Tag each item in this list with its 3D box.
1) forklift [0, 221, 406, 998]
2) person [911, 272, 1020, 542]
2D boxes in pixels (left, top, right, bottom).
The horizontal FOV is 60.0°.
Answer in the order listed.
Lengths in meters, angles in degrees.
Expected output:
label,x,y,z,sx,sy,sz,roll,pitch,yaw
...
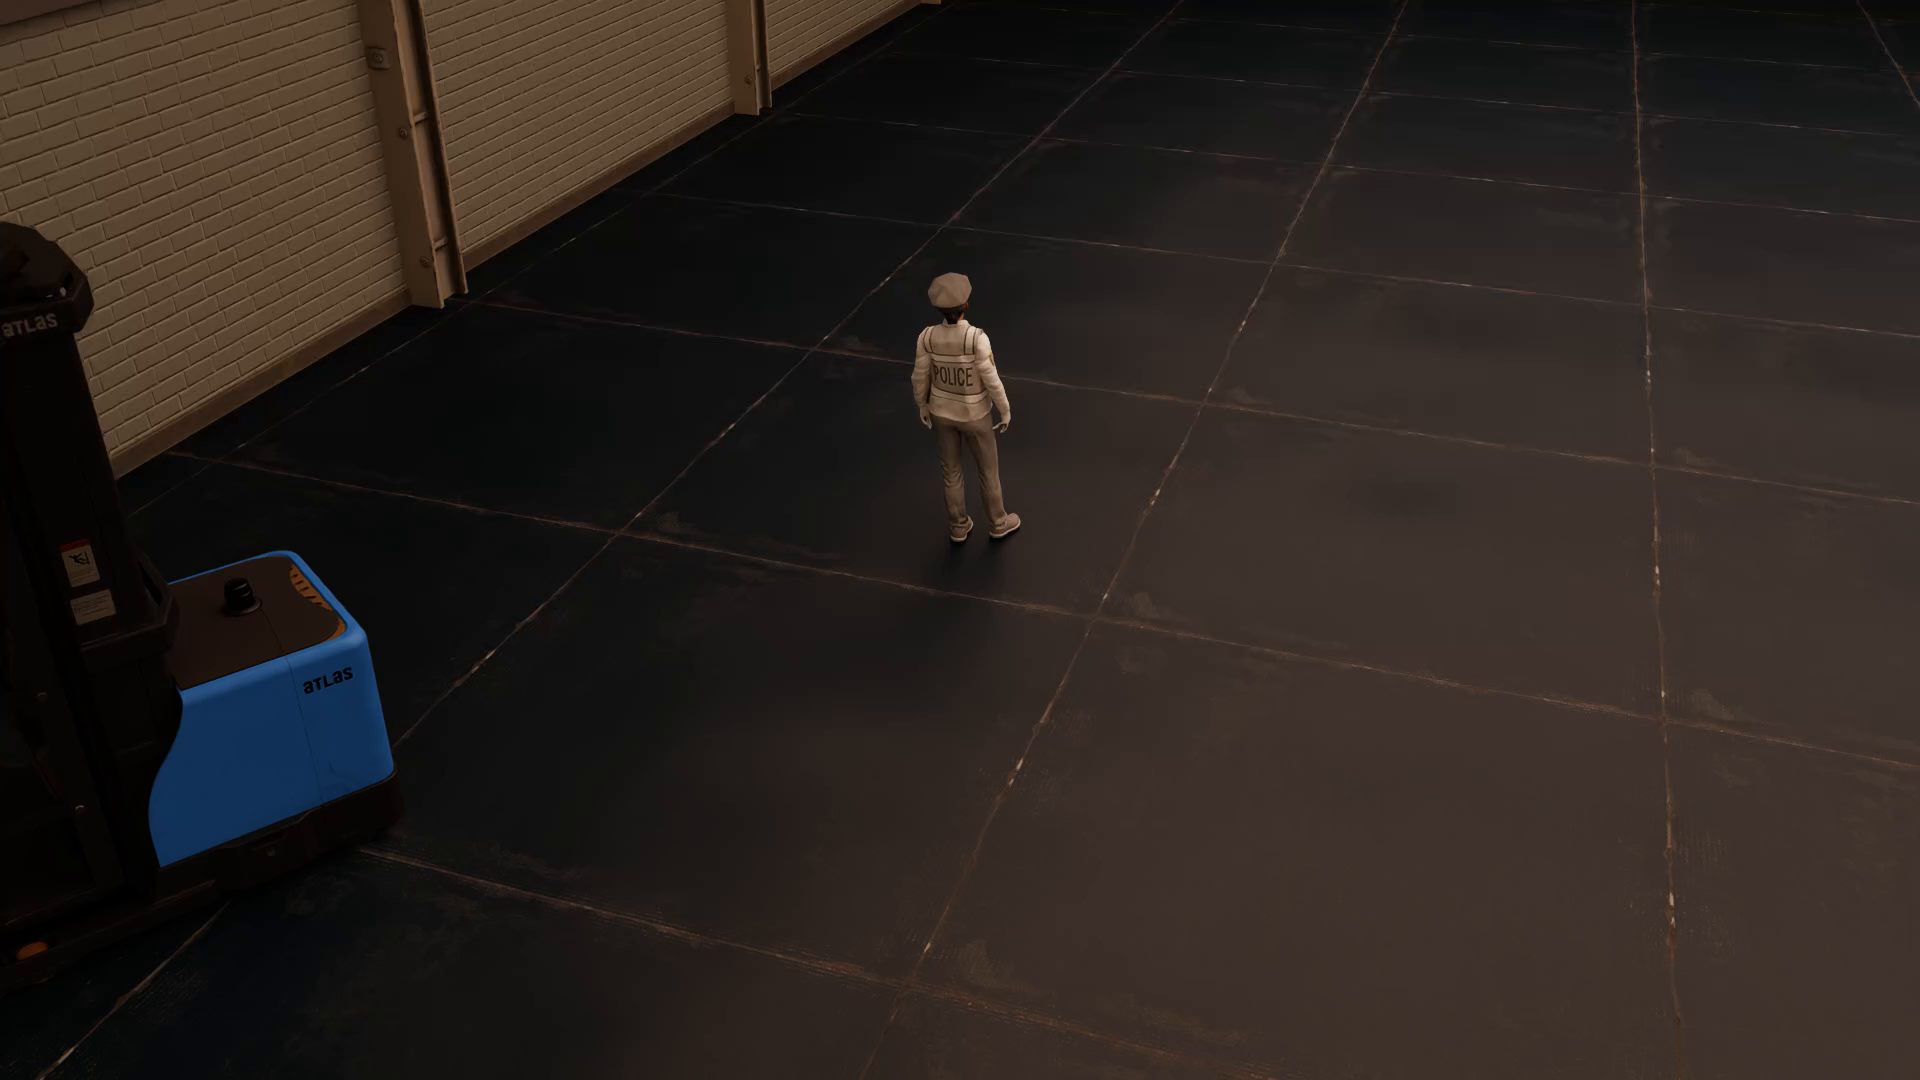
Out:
label,x,y,z,sx,sy,sz,roll,pitch,yaw
forklift,-4.053,0.323,6.571,3.031,2.935,1.130,-21,36,-32
person,0.028,-0.774,9.727,0.587,1.695,0.531,10,31,16
